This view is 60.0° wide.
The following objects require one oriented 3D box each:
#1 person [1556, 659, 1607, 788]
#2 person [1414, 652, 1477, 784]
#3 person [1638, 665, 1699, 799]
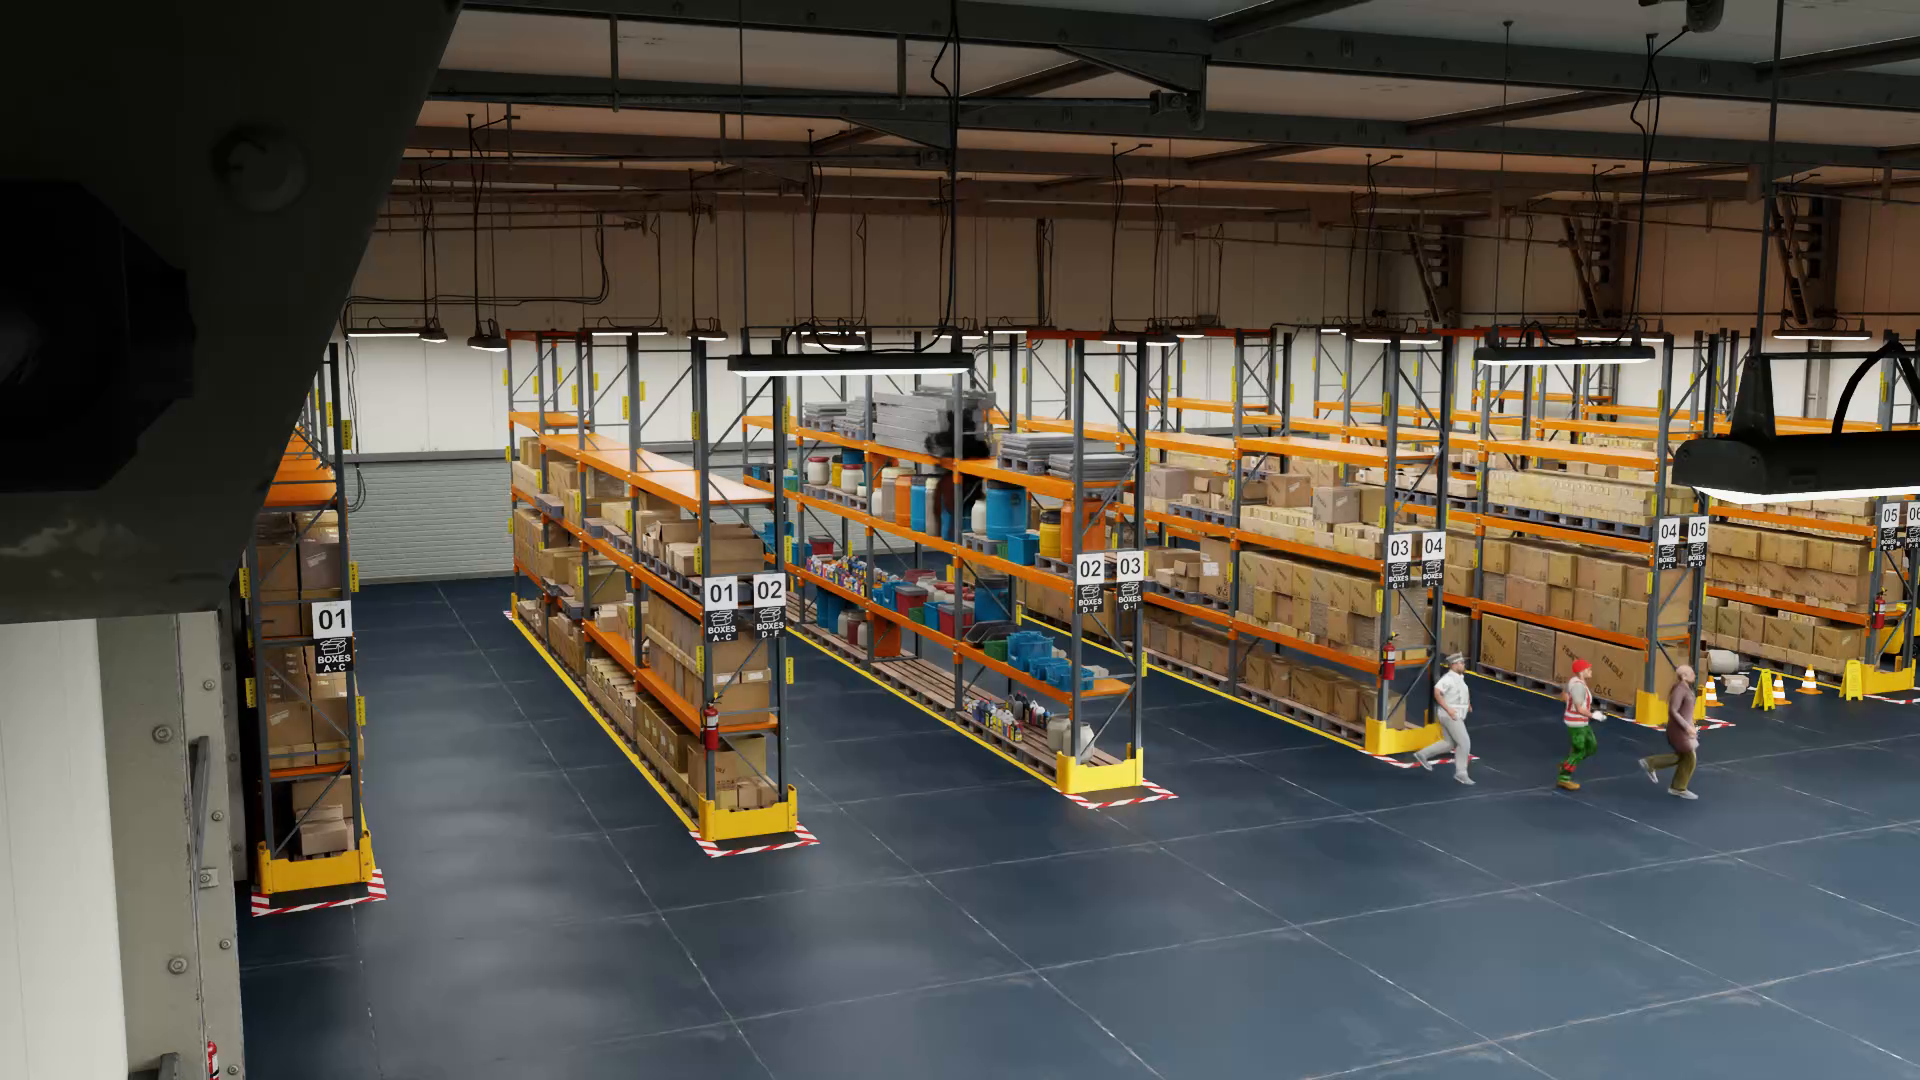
[{"bbox_3d":[8.313,2.448,22.217,0.594,1.748,0.693,3,8,19],"label":"person"},{"bbox_3d":[6.677,2.415,22.716,0.853,1.801,0.686,3,9,24],"label":"person"},{"bbox_3d":[9.363,2.507,21.904,0.754,1.778,0.719,3,9,24],"label":"person"}]
